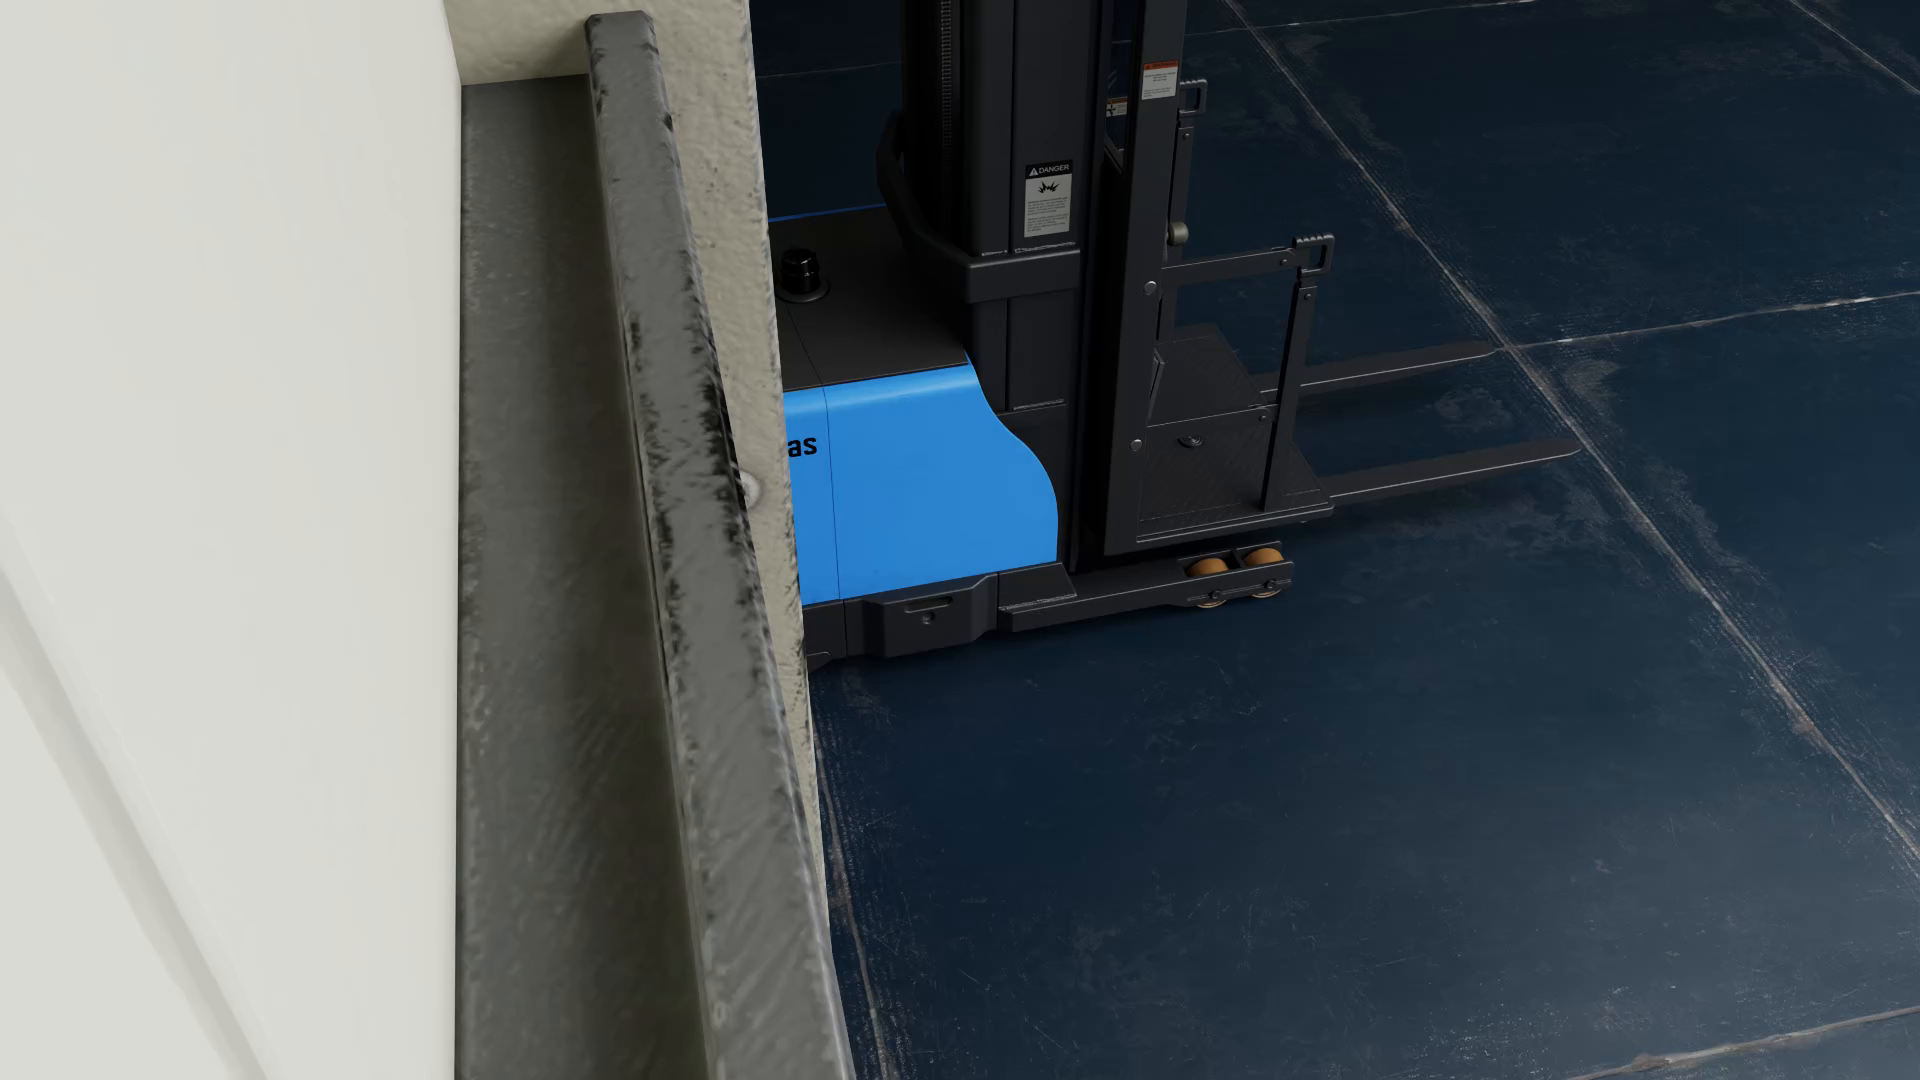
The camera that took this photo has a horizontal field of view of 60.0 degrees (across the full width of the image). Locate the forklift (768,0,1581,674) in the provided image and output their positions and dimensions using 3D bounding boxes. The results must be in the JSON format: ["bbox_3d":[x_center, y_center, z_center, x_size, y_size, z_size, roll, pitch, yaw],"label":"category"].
[{"bbox_3d":[0.610,-1.202,4.897,3.031,2.935,1.130,-10,43,-11],"label":"forklift"}]
